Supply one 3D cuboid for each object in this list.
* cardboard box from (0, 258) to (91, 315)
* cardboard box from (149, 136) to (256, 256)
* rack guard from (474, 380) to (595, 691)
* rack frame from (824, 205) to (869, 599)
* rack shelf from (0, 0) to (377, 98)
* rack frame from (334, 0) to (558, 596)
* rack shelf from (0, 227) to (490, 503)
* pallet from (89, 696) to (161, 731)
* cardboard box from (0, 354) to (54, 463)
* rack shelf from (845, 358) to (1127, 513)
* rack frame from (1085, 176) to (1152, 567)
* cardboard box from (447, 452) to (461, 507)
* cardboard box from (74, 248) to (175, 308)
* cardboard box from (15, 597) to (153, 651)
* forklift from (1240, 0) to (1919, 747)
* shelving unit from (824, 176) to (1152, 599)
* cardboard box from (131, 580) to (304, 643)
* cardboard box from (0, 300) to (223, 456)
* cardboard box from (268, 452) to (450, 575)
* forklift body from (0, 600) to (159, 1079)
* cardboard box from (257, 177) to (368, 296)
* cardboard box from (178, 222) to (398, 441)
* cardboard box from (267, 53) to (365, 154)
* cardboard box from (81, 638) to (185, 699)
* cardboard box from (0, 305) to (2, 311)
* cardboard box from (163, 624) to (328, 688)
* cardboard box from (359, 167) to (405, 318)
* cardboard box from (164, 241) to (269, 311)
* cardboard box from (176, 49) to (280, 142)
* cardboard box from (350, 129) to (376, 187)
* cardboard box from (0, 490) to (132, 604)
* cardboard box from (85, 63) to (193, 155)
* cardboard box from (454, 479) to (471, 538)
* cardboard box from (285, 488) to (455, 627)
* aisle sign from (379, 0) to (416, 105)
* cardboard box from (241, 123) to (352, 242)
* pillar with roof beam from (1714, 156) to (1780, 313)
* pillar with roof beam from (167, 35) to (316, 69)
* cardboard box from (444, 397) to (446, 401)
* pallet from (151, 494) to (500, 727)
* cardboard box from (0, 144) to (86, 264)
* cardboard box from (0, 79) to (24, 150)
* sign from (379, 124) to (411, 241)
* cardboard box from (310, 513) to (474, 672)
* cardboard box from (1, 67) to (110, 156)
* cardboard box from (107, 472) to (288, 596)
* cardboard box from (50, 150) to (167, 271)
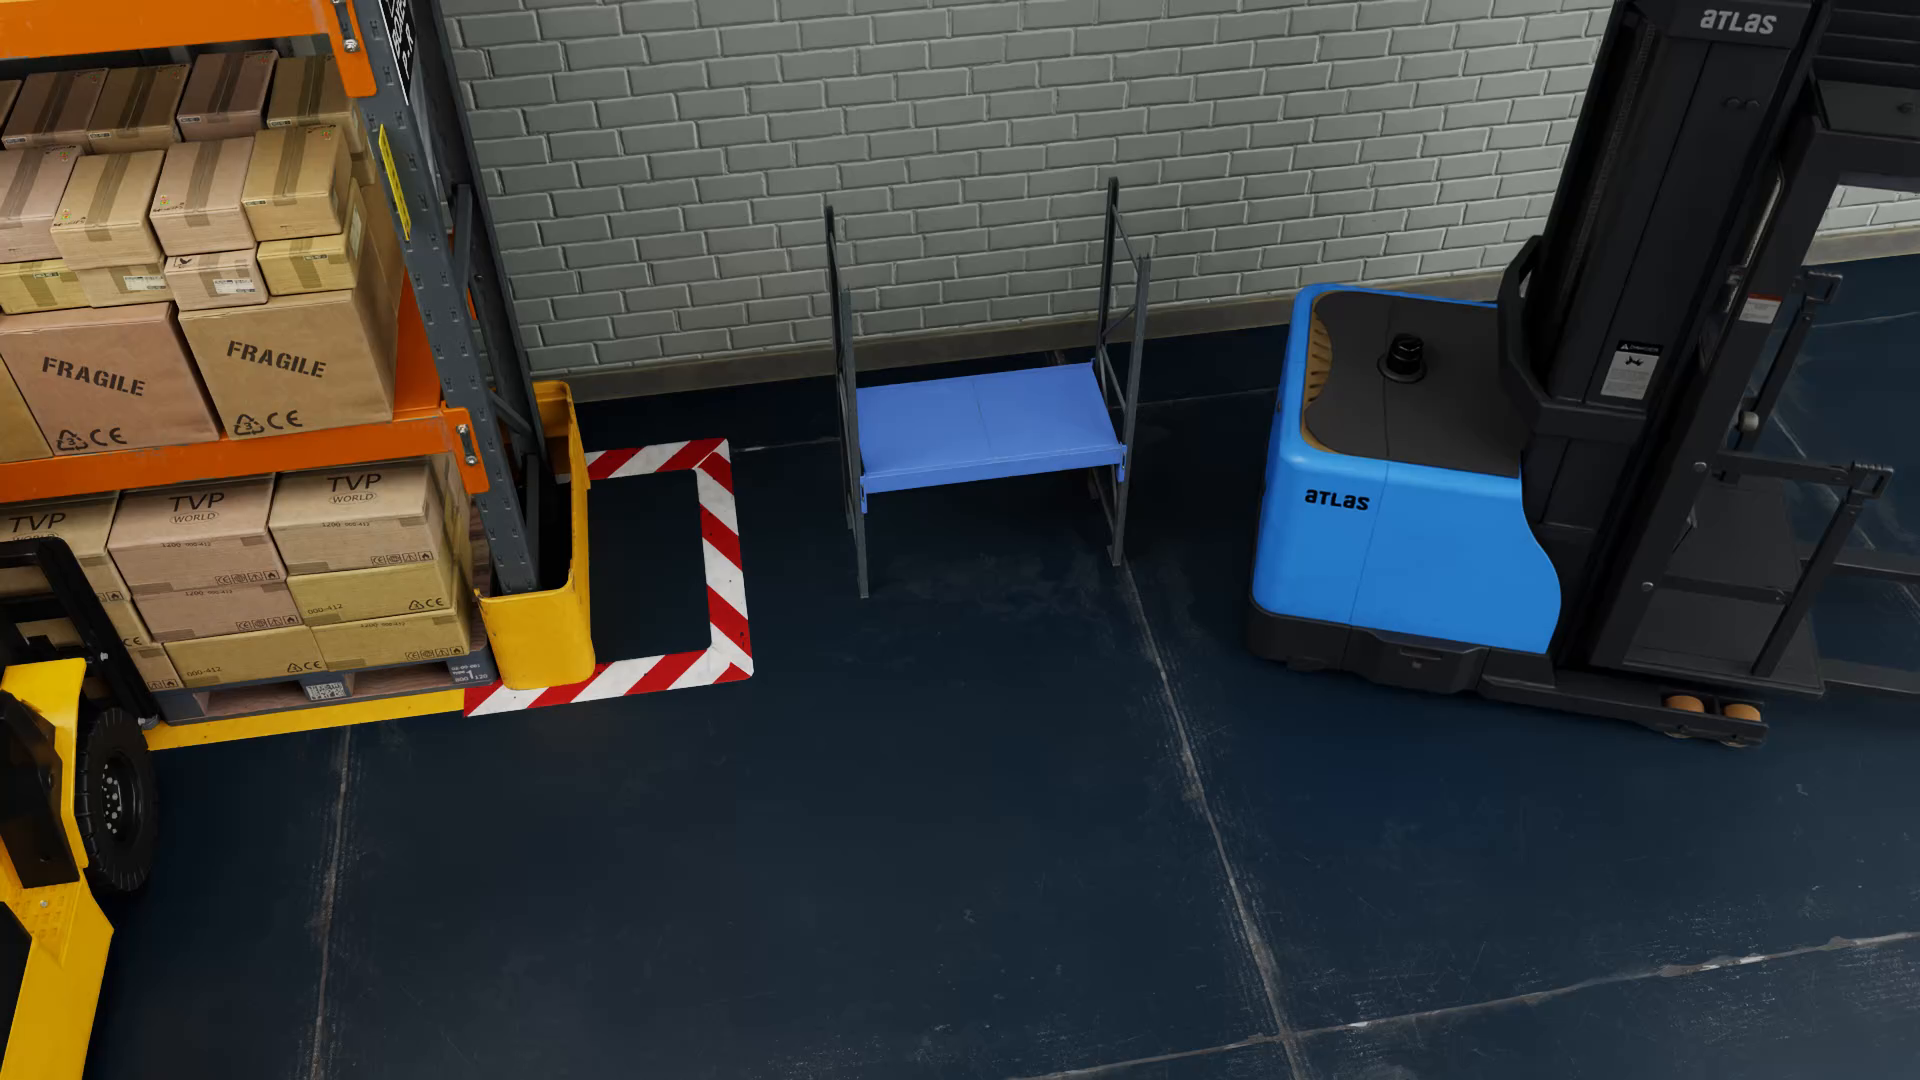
[{"bbox_3d":[-2.715,-0.859,4.975,0.250,0.149,0.380,-7,47,-7],"label":"cardboard box"},{"bbox_3d":[-2.217,-1.021,4.924,0.250,0.149,0.380,-7,46,-7],"label":"cardboard box"},{"bbox_3d":[-1.638,-0.039,6.441,0.348,0.500,1.175,-7,46,-7],"label":"rack guard"},{"bbox_3d":[-0.417,-0.468,6.160,0.032,1.500,0.500,-7,46,-7],"label":"rack frame"},{"bbox_3d":[-3.633,-1.449,4.480,4.000,0.370,1.077,-7,46,-7],"label":"rack shelf"},{"bbox_3d":[-1.662,-0.904,5.538,0.127,3.000,1.000,-7,46,-7],"label":"rack frame"},{"bbox_3d":[-3.633,-0.408,5.560,4.000,0.370,1.077,-7,46,-7],"label":"rack shelf"},{"bbox_3d":[-3.608,0.335,6.281,1.213,0.211,1.003,-7,46,-7],"label":"pallet"},{"bbox_3d":[-3.120,-0.571,5.148,0.500,0.500,0.500,-8,47,-8],"label":"cardboard box"},{"bbox_3d":[0.084,-0.406,6.350,1.000,0.185,0.538,-7,46,-7],"label":"rack shelf"},{"bbox_3d":[0.585,-0.593,6.280,0.032,1.500,0.500,-7,46,-7],"label":"rack frame"},{"bbox_3d":[-2.161,-0.358,6.283,0.500,0.250,0.500,-6,46,-6],"label":"cardboard box"},{"bbox_3d":[-2.469,-0.881,4.996,0.250,0.149,0.380,-6,46,-6],"label":"cardboard box"},{"bbox_3d":[-3.090,0.145,5.798,0.500,0.250,0.500,-8,47,-8],"label":"cardboard box"},{"bbox_3d":[2.633,-0.688,5.377,3.031,2.935,1.130,8,47,8],"label":"forklift"},{"bbox_3d":[0.084,-0.531,6.220,1.048,1.500,0.538,-7,46,-7],"label":"shelving unit"},{"bbox_3d":[-2.584,0.067,5.873,0.500,0.250,0.500,-8,47,-7],"label":"cardboard box"},{"bbox_3d":[-2.615,-0.634,5.209,0.500,0.500,0.500,-6,46,-6],"label":"cardboard box"},{"bbox_3d":[-2.063,-0.164,5.749,0.500,0.250,0.500,-6,46,-5],"label":"cardboard box"},{"bbox_3d":[-3.220,0.918,4.372,1.214,2.155,2.313,-7,46,-7],"label":"forklift body"},{"bbox_3d":[-1.956,-0.922,5.036,0.250,0.149,0.380,-6,46,-6],"label":"cardboard box"},{"bbox_3d":[-2.102,-0.692,5.264,0.500,0.500,0.500,-8,47,-8],"label":"cardboard box"},{"bbox_3d":[-2.030,-1.377,5.267,0.250,0.149,0.380,-8,47,-8],"label":"cardboard box"},{"bbox_3d":[-3.057,0.296,6.000,0.500,0.250,0.500,-7,46,-6],"label":"cardboard box"},{"bbox_3d":[-2.970,-0.792,4.911,0.250,0.149,0.380,-8,47,-8],"label":"cardboard box"},{"bbox_3d":[-2.563,0.241,6.053,0.500,0.250,0.500,-7,46,-7],"label":"cardboard box"},{"bbox_3d":[-2.198,-1.075,5.633,0.500,0.500,0.500,-6,46,-5],"label":"cardboard box"},{"bbox_3d":[-2.203,-0.870,4.985,0.250,0.149,0.380,-6,46,-6],"label":"cardboard box"},{"bbox_3d":[-2.302,-1.389,5.279,0.250,0.149,0.380,-6,46,-5],"label":"cardboard box"},{"bbox_3d":[-2.041,-1.306,5.405,0.250,0.149,0.380,-8,47,-8],"label":"cardboard box"},{"bbox_3d":[-3.060,-0.028,5.618,0.500,0.250,0.500,-7,46,-6],"label":"cardboard box"},{"bbox_3d":[-2.551,-1.326,5.218,0.250,0.149,0.380,-6,46,-6],"label":"cardboard box"},{"bbox_3d":[-2.179,-0.174,6.452,0.500,0.250,0.500,-7,46,-7],"label":"cardboard box"},{"bbox_3d":[-2.088,0.013,5.925,0.500,0.250,0.500,-8,47,-7],"label":"cardboard box"},{"bbox_3d":[-1.547,-1.605,4.408,0.004,0.787,0.394,-7,46,-7],"label":"aisle sign"},{"bbox_3d":[-1.979,-1.073,4.975,0.250,0.149,0.380,-7,46,-7],"label":"cardboard box"},{"bbox_3d":[4.144,-1.221,1.678,0.400,9.000,9.100,-7,46,-7],"label":"pillar with roof beam"},{"bbox_3d":[-1.768,-0.484,0.968,0.400,9.000,9.100,-7,46,-7],"label":"pillar with roof beam"},{"bbox_3d":[-2.168,-0.518,6.089,0.500,0.250,0.500,-8,47,-7],"label":"cardboard box"},{"bbox_3d":[-2.409,0.187,6.423,1.213,0.211,1.003,-7,46,-7],"label":"pallet"},{"bbox_3d":[-2.728,-0.992,4.896,0.250,0.149,0.380,-7,46,-7],"label":"cardboard box"},{"bbox_3d":[-3.053,-1.256,5.151,0.250,0.149,0.380,-6,46,-6],"label":"cardboard box"},{"bbox_3d":[-1.583,-1.001,4.663,0.005,0.325,0.100,-7,46,-7],"label":"sign"},{"bbox_3d":[-2.071,0.187,6.105,0.500,0.250,0.500,-7,46,-7],"label":"cardboard box"},{"bbox_3d":[-2.797,-1.306,5.199,0.250,0.149,0.380,-7,46,-7],"label":"cardboard box"},{"bbox_3d":[-2.565,-0.097,5.684,0.500,0.250,0.500,-6,46,-6],"label":"cardboard box"},{"bbox_3d":[-2.470,-0.969,4.875,0.250,0.149,0.380,-6,46,-6],"label":"cardboard box"}]
